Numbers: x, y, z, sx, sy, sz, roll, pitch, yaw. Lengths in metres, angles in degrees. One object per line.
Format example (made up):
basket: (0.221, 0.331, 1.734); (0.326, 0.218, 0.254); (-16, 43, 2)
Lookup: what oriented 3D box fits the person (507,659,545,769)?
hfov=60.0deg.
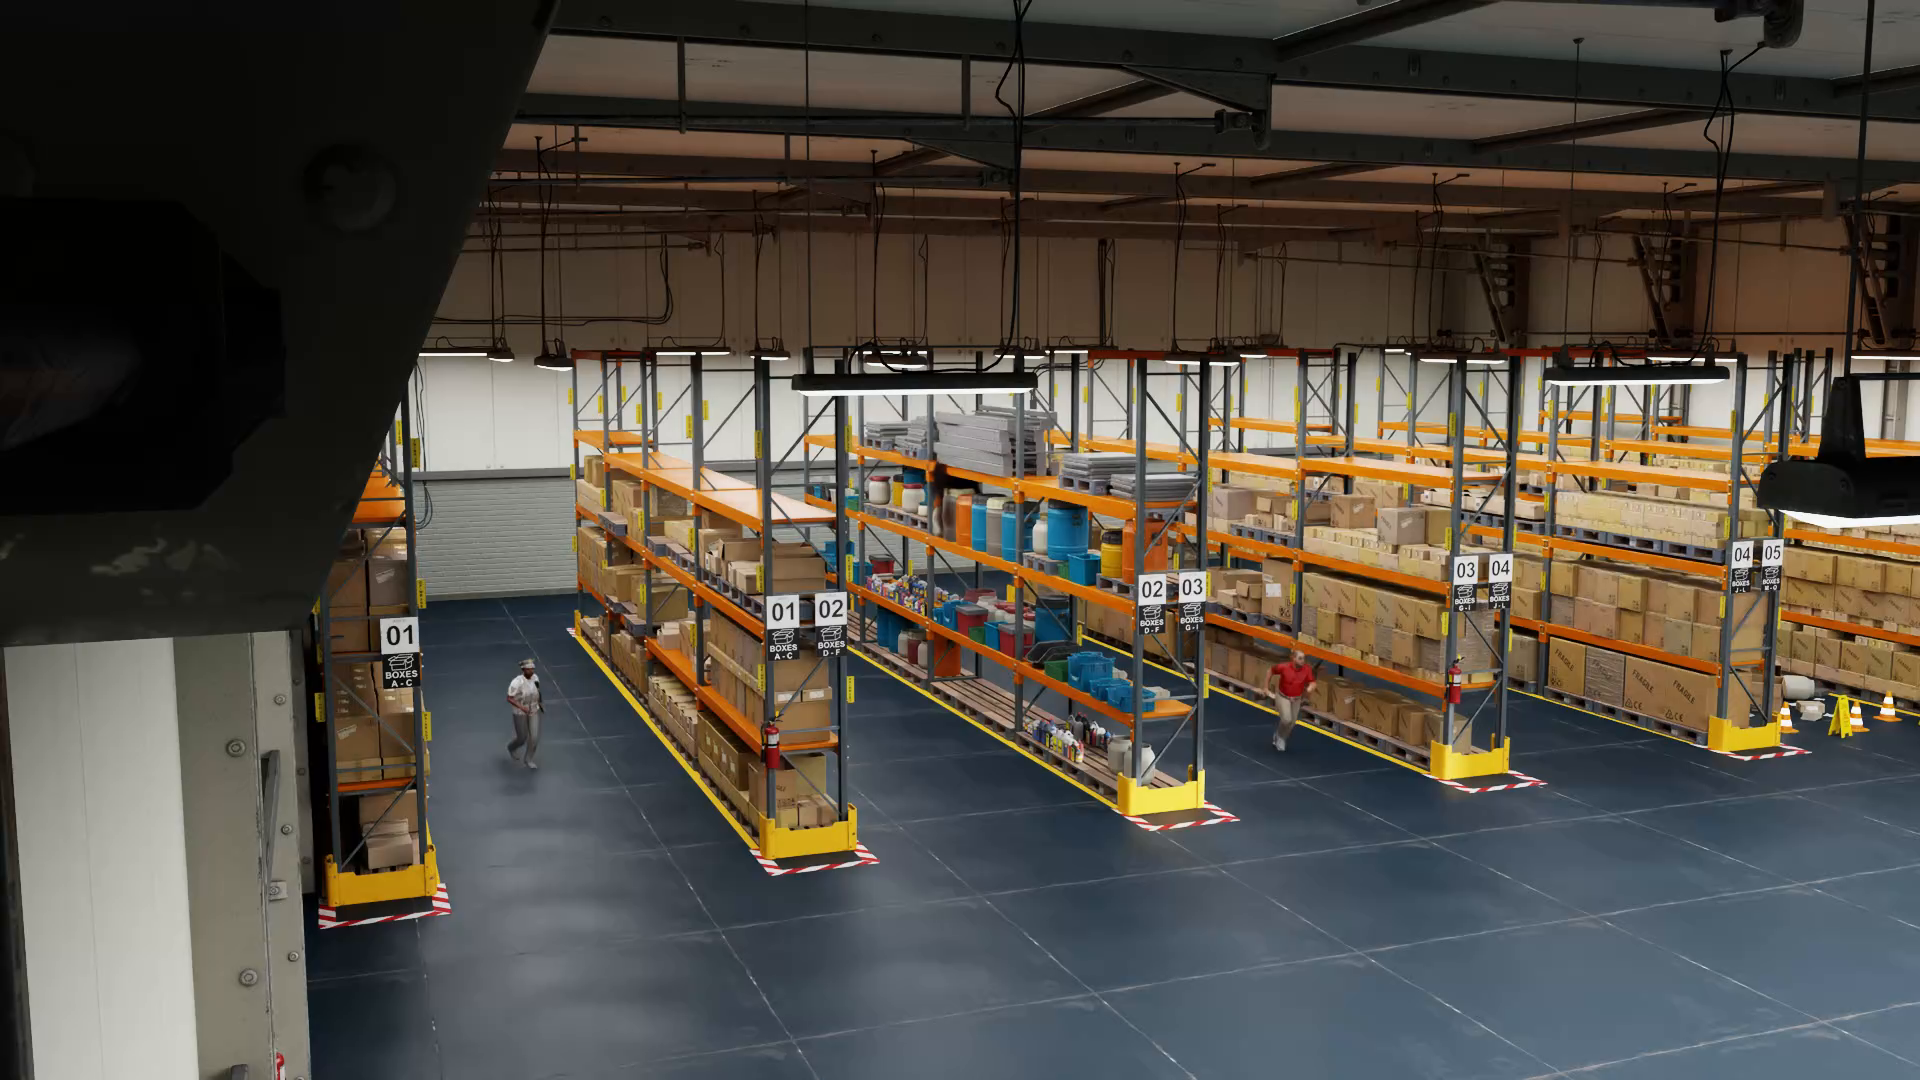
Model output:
person: (-6.385, 2.514, 24.334); (0.570, 1.641, 0.716); (-6, 9, -41)

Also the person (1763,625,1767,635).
person: (16.299, 1.388, 33.546); (0.714, 1.581, 0.905); (-6, 9, -38)

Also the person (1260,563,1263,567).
person: (7.903, 0.185, 42.309); (0.697, 1.783, 0.641); (-5, 9, -34)

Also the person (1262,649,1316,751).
person: (4.989, 2.411, 25.102); (0.678, 1.594, 0.976); (-2, 7, -16)
